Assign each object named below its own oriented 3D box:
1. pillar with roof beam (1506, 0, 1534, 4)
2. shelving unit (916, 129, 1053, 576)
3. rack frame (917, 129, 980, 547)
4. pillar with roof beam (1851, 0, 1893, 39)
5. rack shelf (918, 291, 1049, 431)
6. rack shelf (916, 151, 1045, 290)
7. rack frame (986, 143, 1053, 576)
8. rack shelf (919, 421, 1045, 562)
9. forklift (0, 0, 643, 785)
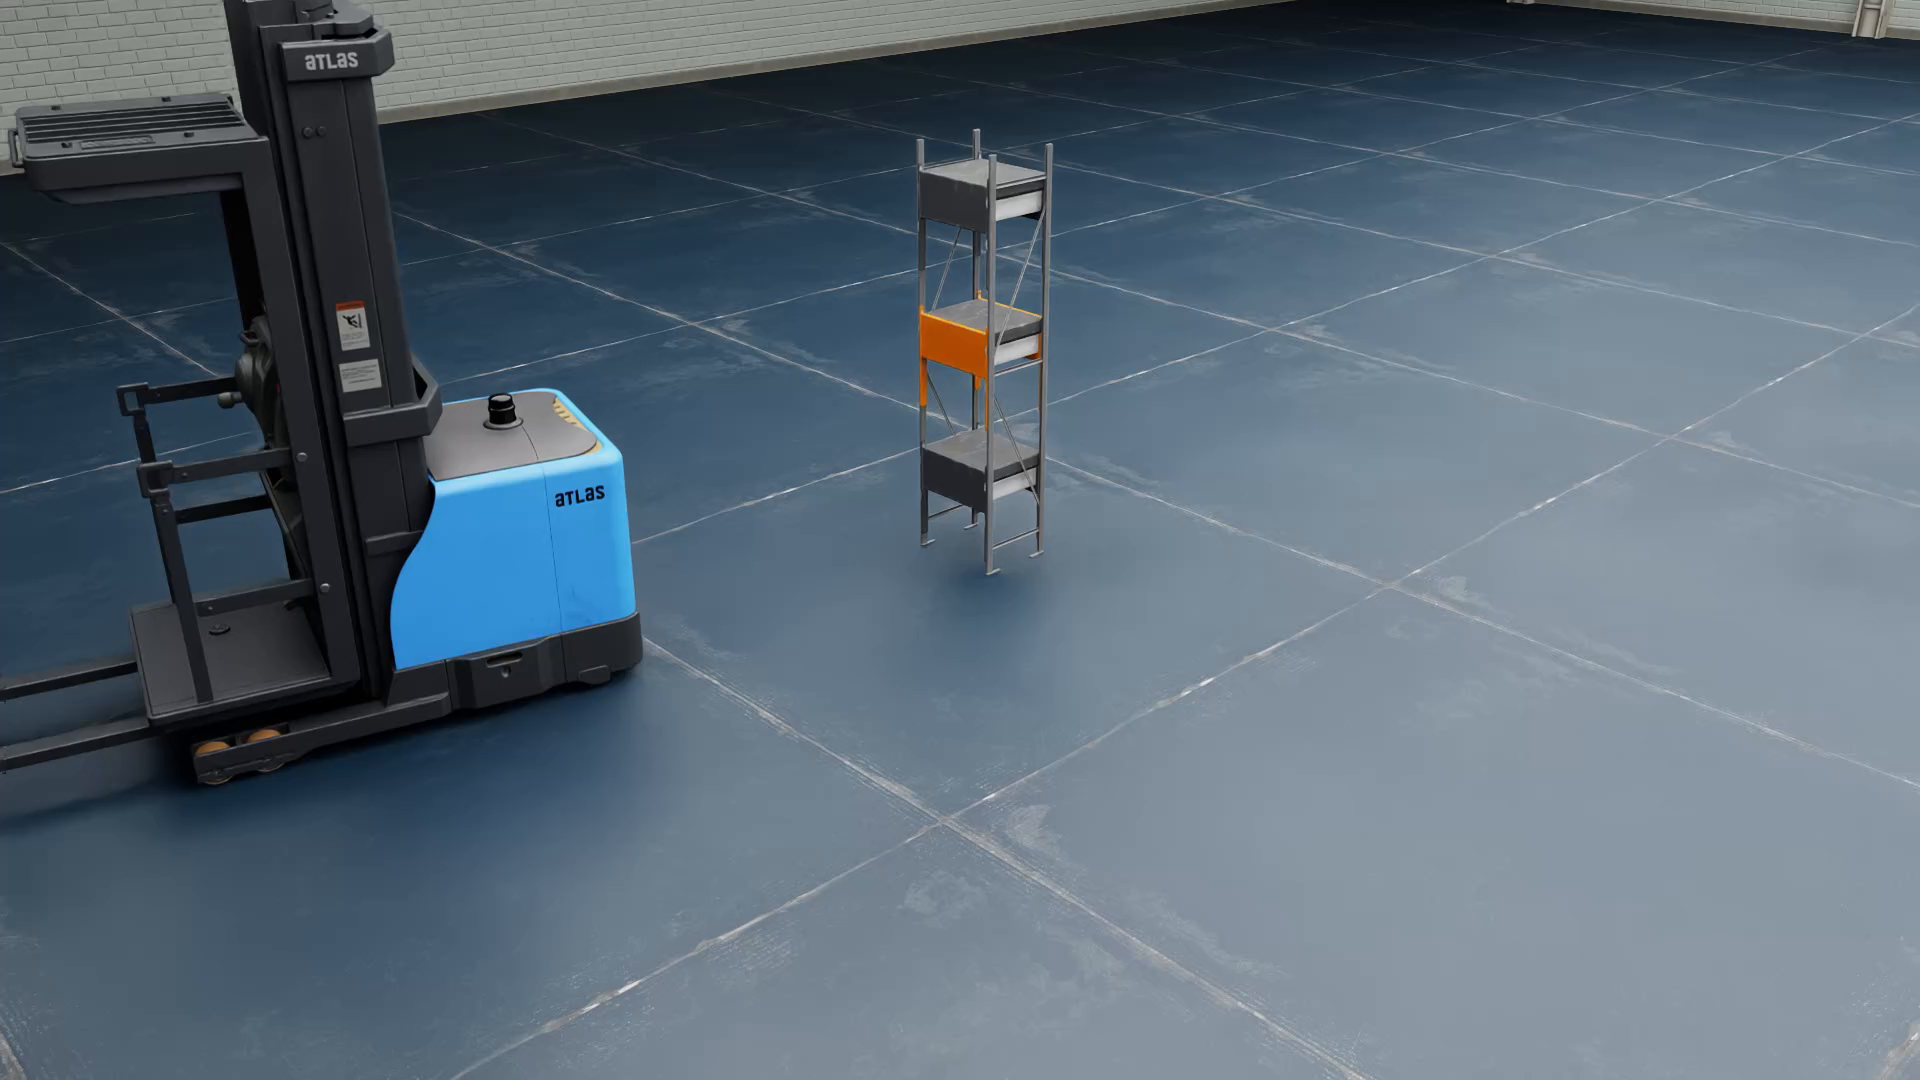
[{"bbox_3d":[6.974,-12.572,25.467,9.100,9.000,0.400,-21,32,-38],"label":"pillar with roof beam"},{"bbox_3d":[0.113,-0.905,8.204,0.431,2.100,0.503,-21,32,-38],"label":"shelving unit"},{"bbox_3d":[-0.054,-0.979,8.366,0.400,2.100,0.015,-21,32,-38],"label":"rack frame"},{"bbox_3d":[11.075,-10.755,21.482,9.100,9.000,0.400,-21,32,-38],"label":"pillar with roof beam"},{"bbox_3d":[0.113,-0.893,8.210,0.431,0.518,0.480,-21,32,-38],"label":"rack shelf"},{"bbox_3d":[0.113,-1.530,7.919,0.431,0.518,0.480,-21,32,-38],"label":"rack shelf"},{"bbox_3d":[0.280,-0.831,8.042,0.400,2.100,0.015,-21,32,-38],"label":"rack frame"},{"bbox_3d":[0.113,-0.256,8.500,0.431,0.518,0.480,-21,32,-38],"label":"rack shelf"},{"bbox_3d":[-2.956,-0.611,6.558,3.031,2.935,1.130,-13,27,-26],"label":"forklift"}]
